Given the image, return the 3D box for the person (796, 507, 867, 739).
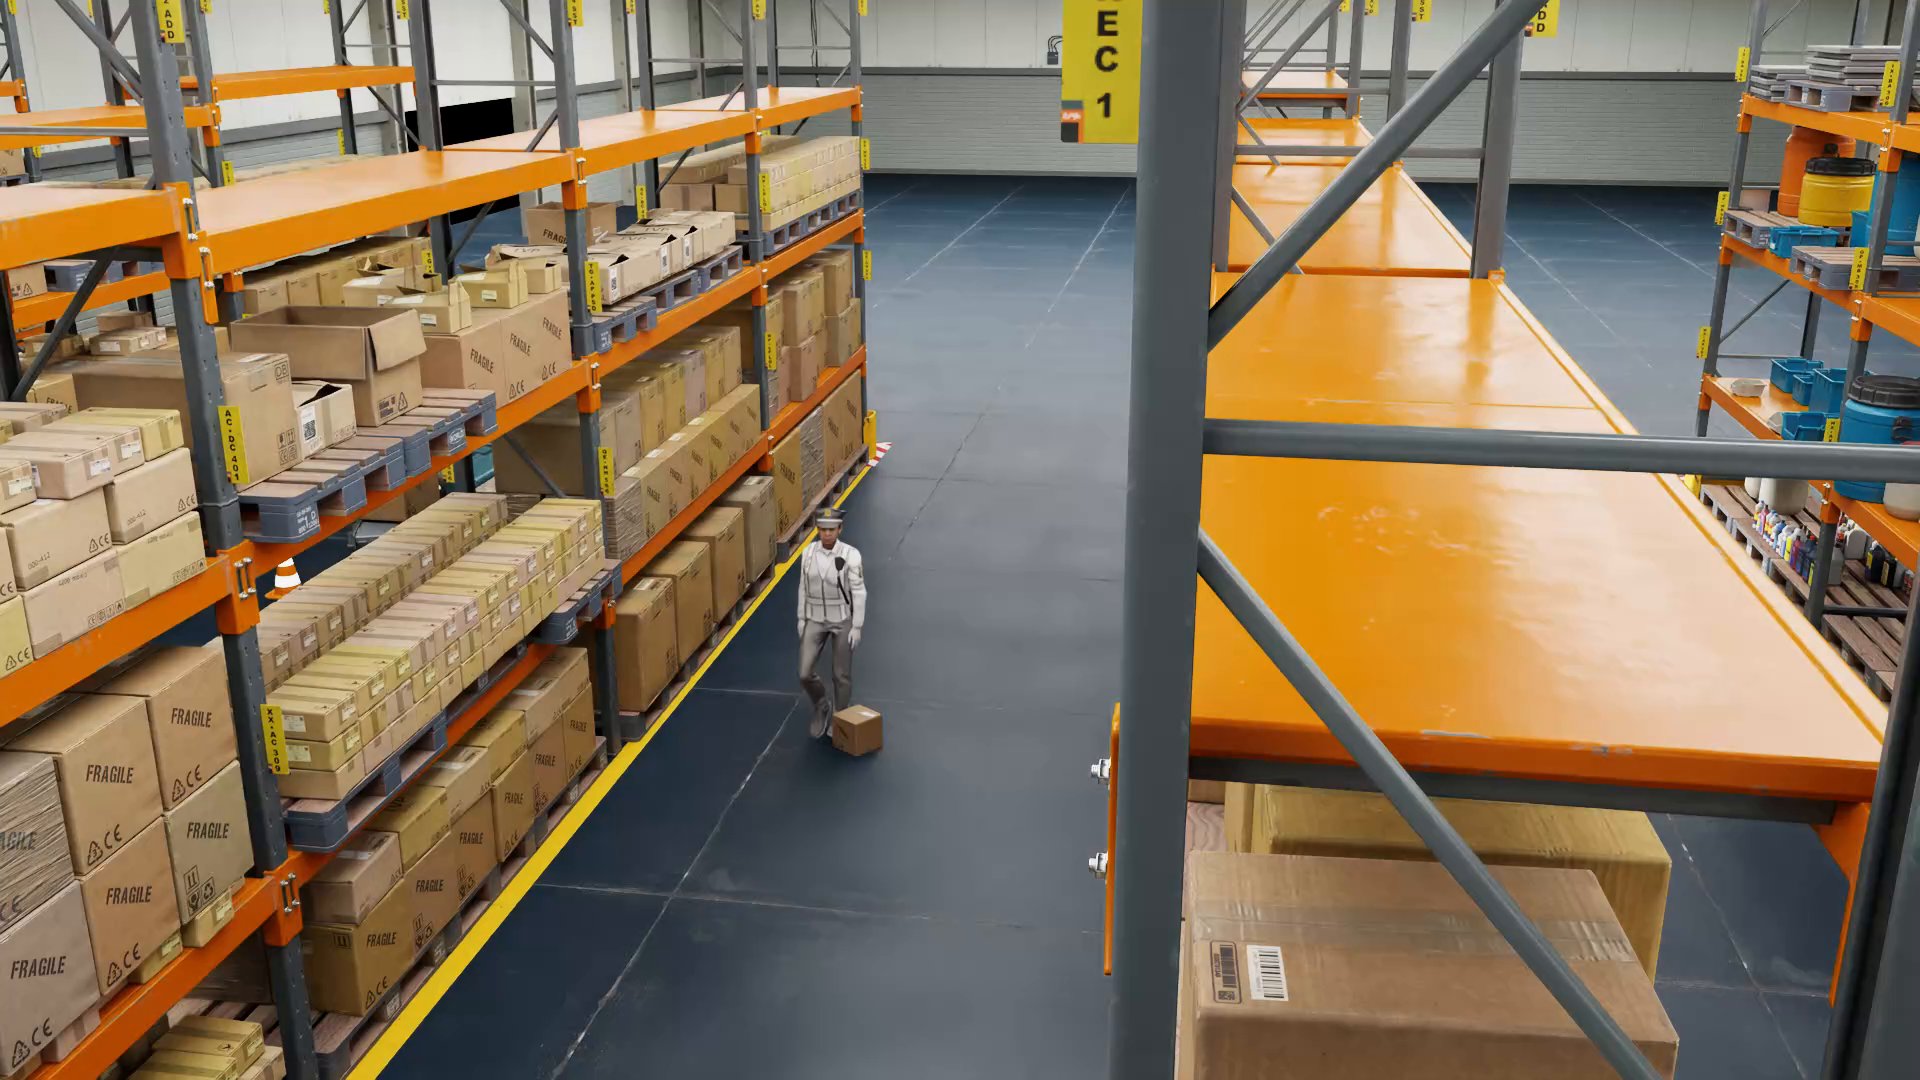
[{"bbox_3d":[-0.910,0.597,11.567,0.523,1.716,0.446,3,18,11],"label":"person"}]
